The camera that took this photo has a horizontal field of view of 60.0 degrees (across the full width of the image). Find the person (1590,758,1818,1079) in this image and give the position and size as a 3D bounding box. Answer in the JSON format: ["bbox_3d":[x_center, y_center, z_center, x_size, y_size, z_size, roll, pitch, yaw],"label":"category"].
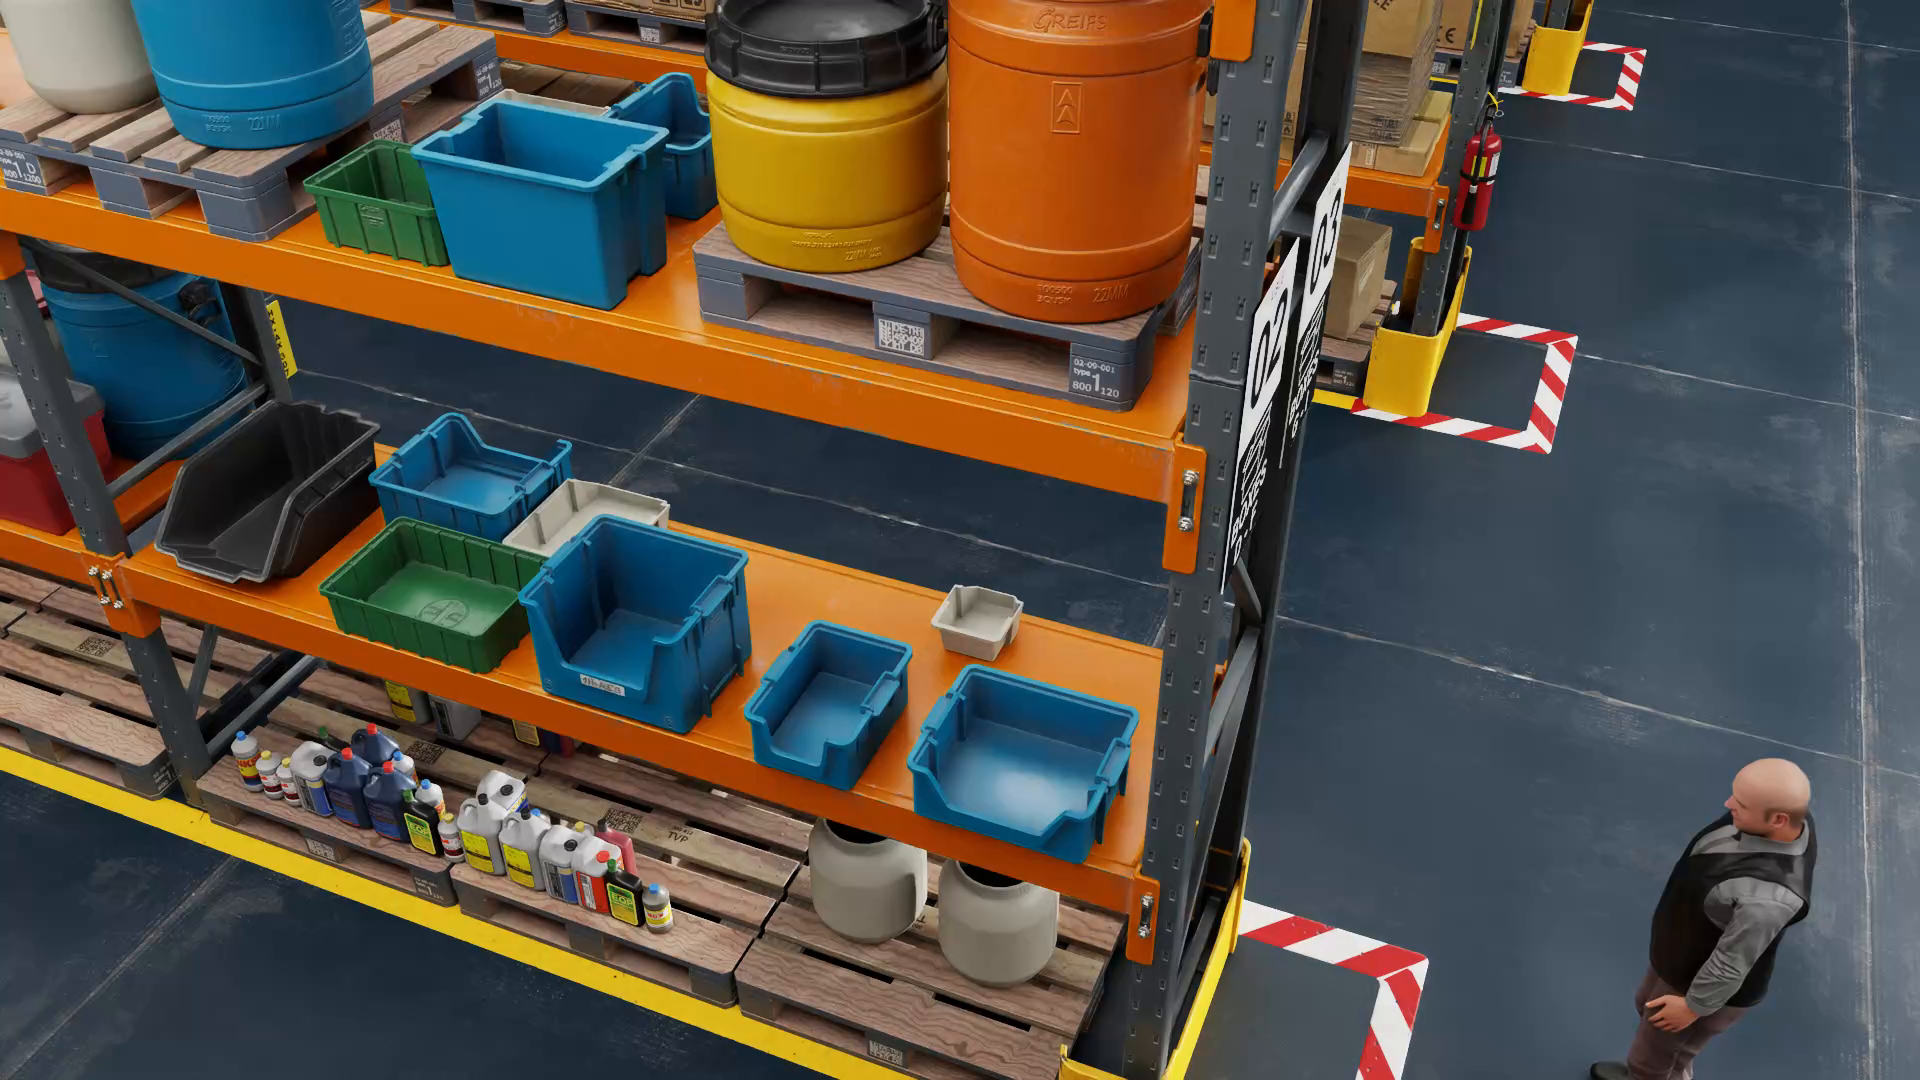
[{"bbox_3d":[2.292,1.313,5.126,0.355,1.714,0.534,15,40,19],"label":"person"}]
